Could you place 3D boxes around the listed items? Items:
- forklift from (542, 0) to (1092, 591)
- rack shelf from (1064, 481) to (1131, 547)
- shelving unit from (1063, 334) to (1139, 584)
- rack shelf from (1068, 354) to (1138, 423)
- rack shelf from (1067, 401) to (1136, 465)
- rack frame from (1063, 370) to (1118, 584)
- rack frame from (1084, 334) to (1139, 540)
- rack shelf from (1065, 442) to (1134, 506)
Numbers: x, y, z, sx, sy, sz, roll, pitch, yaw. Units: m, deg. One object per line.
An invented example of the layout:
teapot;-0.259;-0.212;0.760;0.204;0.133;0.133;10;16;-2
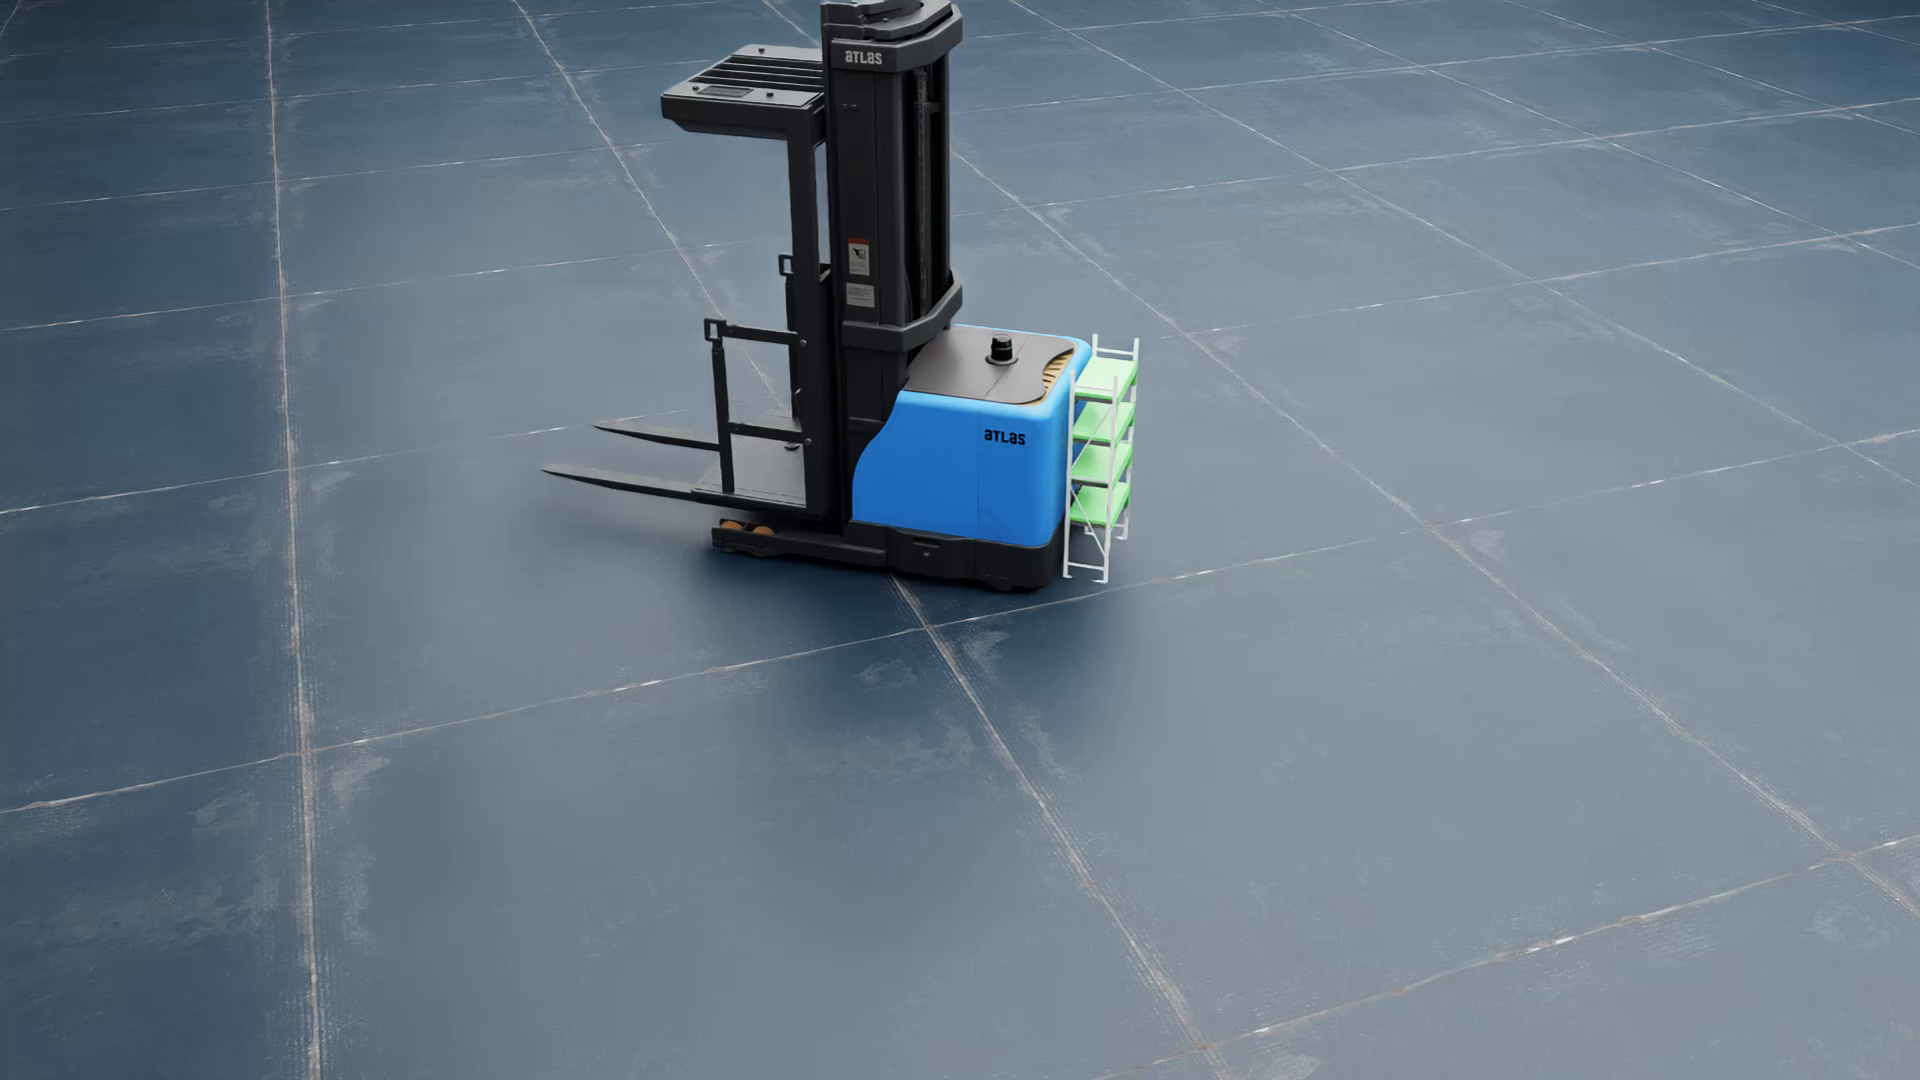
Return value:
forklift;-0.849;-1.417;8.777;3.031;2.935;1.130;9;31;15
rack shelf;0.741;-0.160;8.933;0.258;0.148;0.480;9;31;15
shelving unit;0.741;-0.424;8.782;0.258;1.200;0.503;9;31;15
rack shelf;0.742;-0.786;8.576;0.258;0.148;0.480;9;31;15
rack shelf;0.742;-0.577;8.695;0.258;0.148;0.480;9;31;15
rack frame;0.669;-0.309;8.580;0.240;1.200;0.015;9;31;15
rack frame;0.814;-0.540;8.985;0.240;1.200;0.015;9;31;15
rack shelf;0.741;-0.369;8.814;0.258;0.148;0.480;9;31;15
